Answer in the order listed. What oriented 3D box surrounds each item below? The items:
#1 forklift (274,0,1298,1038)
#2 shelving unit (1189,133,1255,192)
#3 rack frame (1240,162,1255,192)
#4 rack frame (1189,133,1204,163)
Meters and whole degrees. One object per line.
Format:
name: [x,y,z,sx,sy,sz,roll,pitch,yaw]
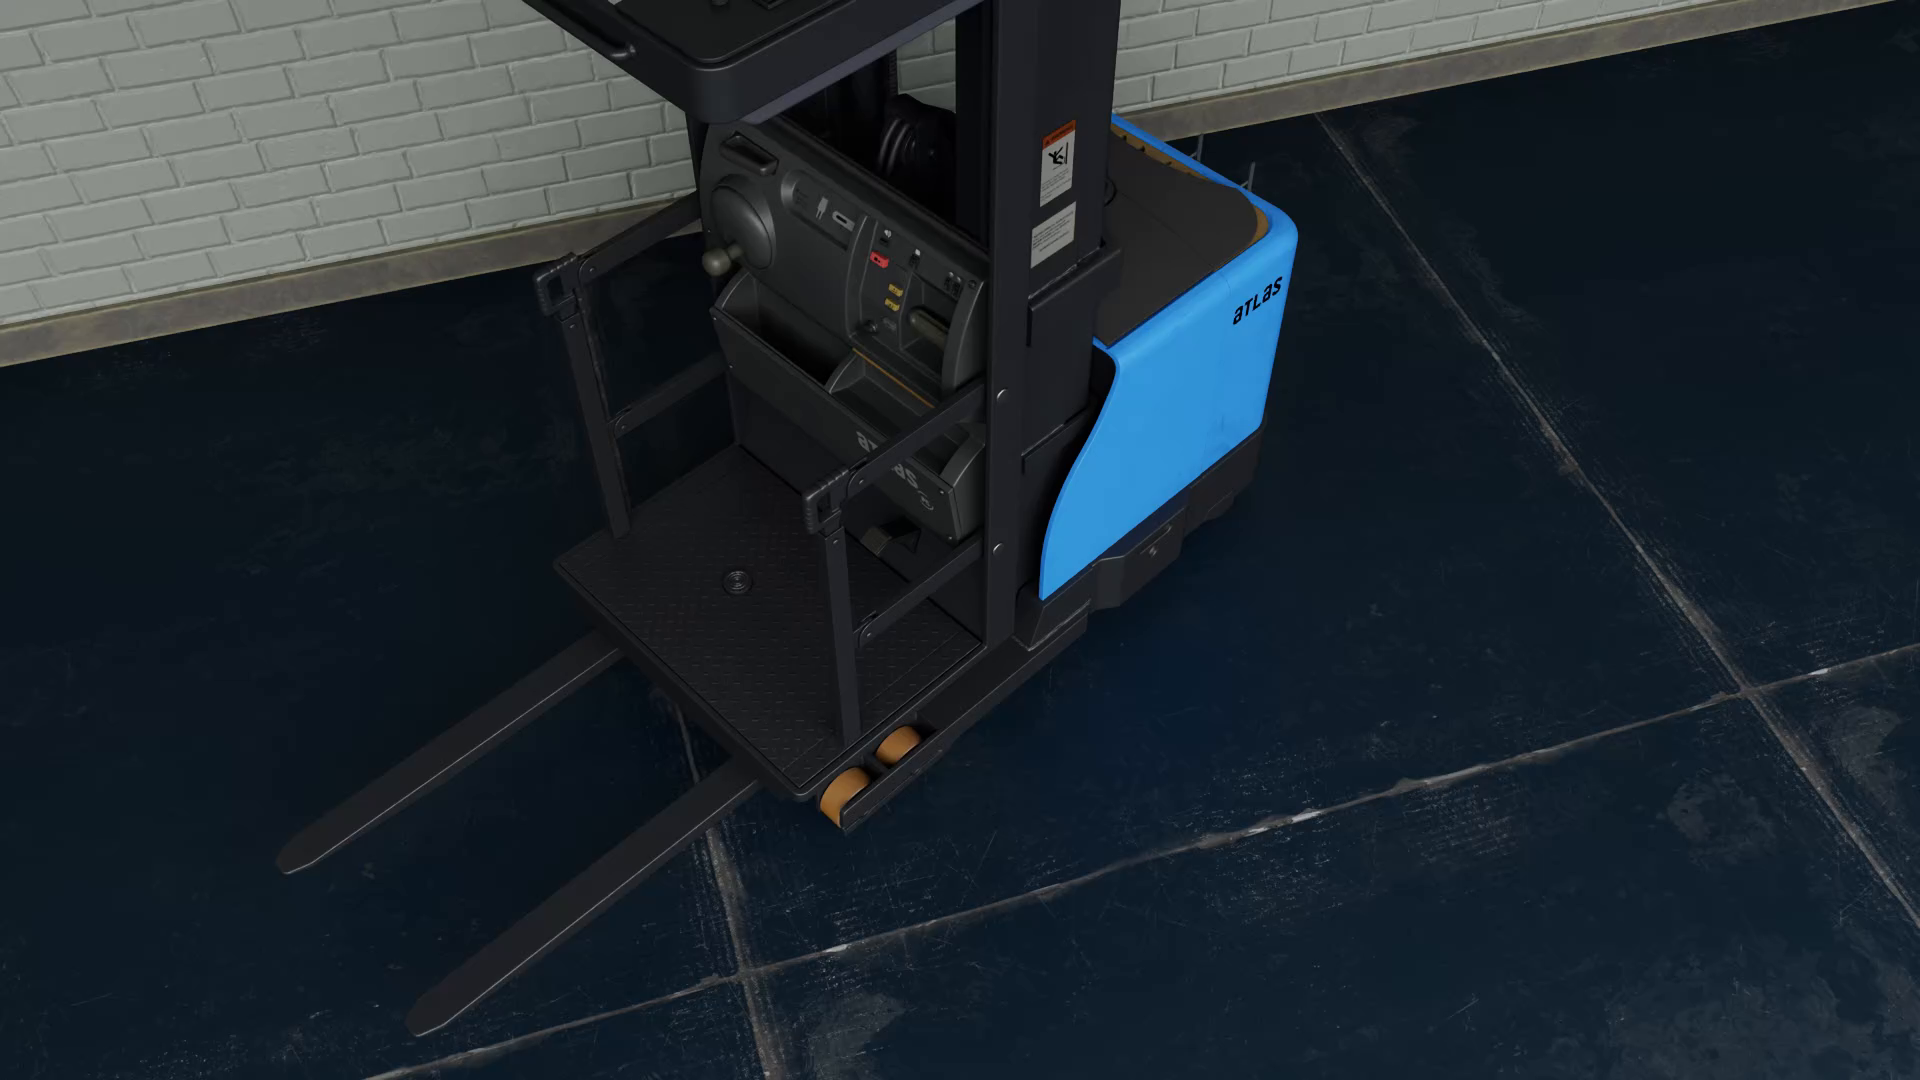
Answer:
forklift: [-0.448,-0.608,3.846,3.031,2.935,1.130,-37,59,-27]
shelving unit: [0.736,-0.846,5.375,0.258,0.900,0.210,-37,59,-27]
rack frame: [0.807,-0.791,5.328,0.240,0.900,0.006,-37,59,-27]
rack frame: [0.665,-0.902,5.422,0.240,0.900,0.006,-37,59,-27]
